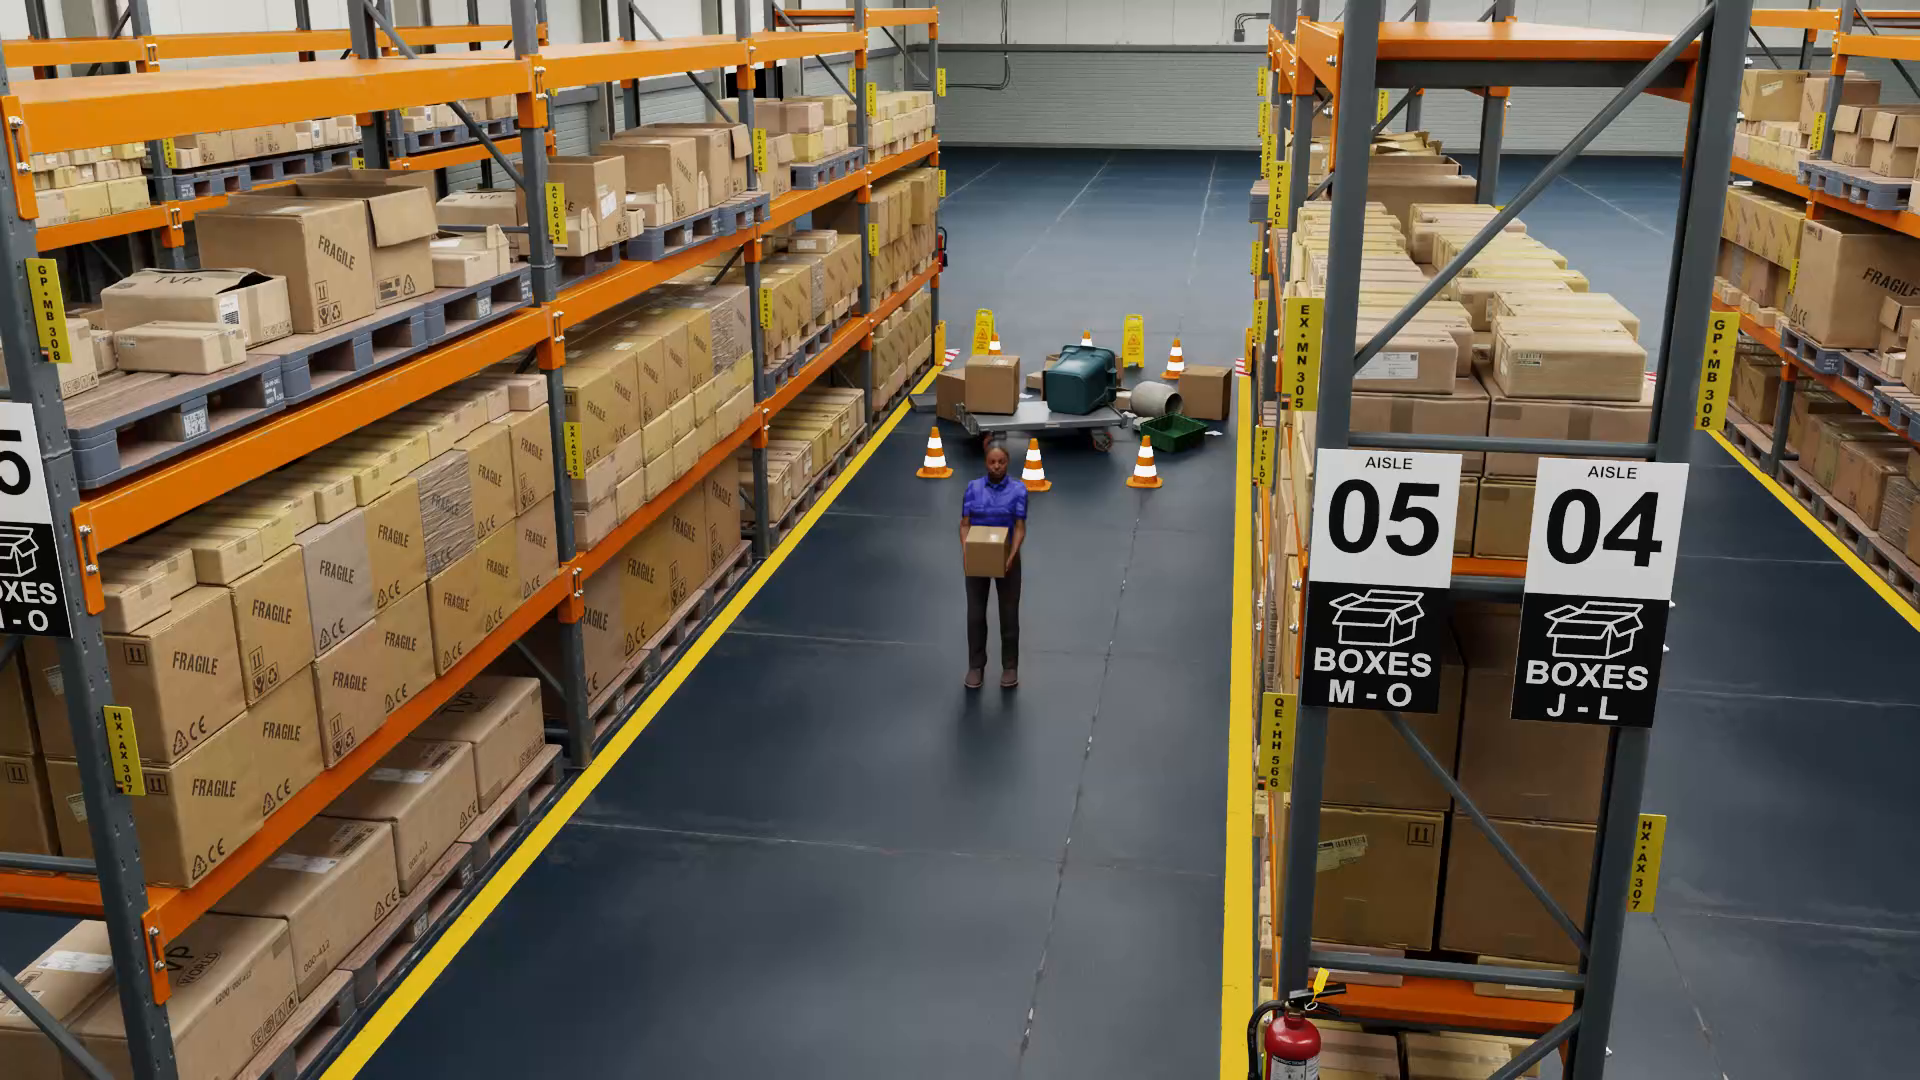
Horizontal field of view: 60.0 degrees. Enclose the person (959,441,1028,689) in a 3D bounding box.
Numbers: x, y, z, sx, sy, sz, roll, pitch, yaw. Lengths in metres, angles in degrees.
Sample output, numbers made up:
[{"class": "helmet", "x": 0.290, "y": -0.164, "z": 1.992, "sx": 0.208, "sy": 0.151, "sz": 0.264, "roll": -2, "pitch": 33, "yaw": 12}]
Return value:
[{"class": "person", "x": 0.208, "y": 0.182, "z": 11.017, "sx": 0.449, "sy": 1.655, "sz": 0.500, "roll": 3, "pitch": 18, "yaw": 9}]
